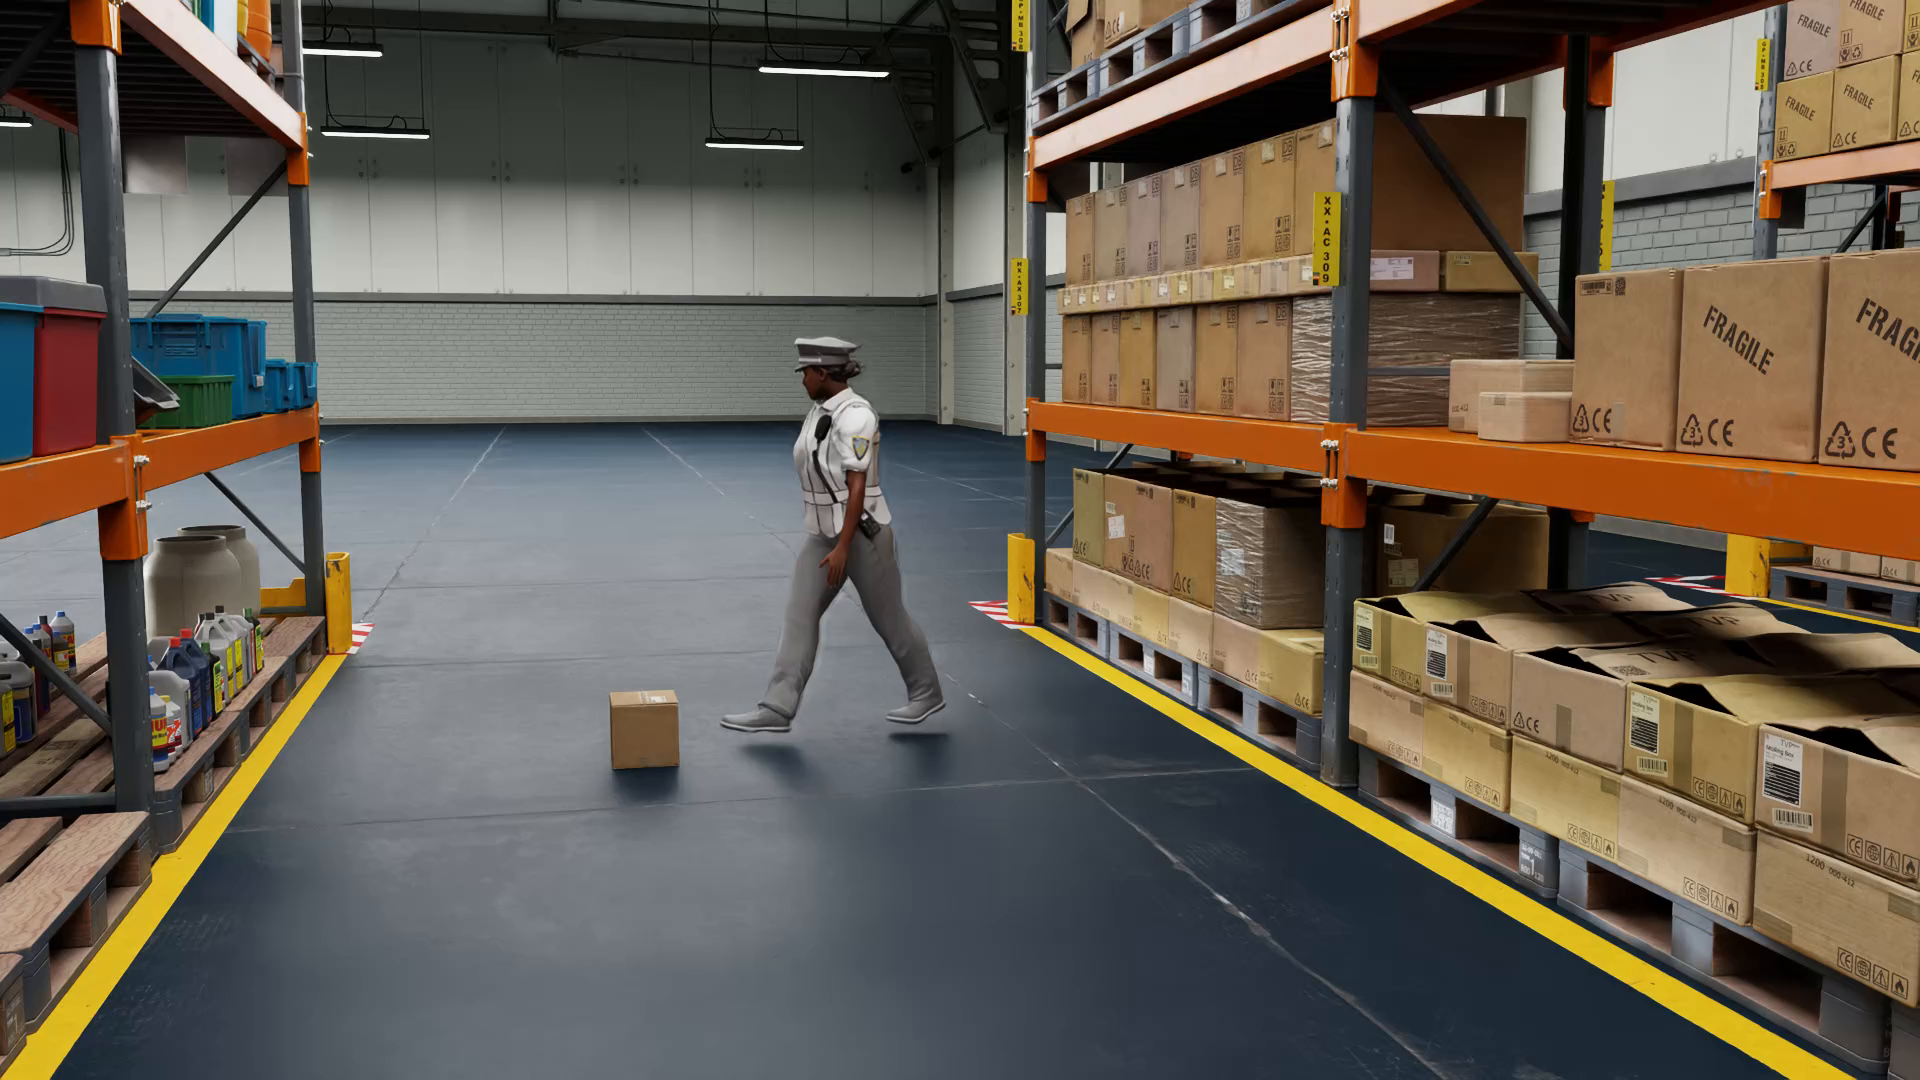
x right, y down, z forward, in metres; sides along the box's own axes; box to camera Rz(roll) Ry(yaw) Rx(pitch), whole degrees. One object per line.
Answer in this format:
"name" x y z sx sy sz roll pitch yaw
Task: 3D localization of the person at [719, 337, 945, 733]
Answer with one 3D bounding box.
"person" -0.494 -0.018 6.768 0.962 1.605 0.457 -4 8 -35
